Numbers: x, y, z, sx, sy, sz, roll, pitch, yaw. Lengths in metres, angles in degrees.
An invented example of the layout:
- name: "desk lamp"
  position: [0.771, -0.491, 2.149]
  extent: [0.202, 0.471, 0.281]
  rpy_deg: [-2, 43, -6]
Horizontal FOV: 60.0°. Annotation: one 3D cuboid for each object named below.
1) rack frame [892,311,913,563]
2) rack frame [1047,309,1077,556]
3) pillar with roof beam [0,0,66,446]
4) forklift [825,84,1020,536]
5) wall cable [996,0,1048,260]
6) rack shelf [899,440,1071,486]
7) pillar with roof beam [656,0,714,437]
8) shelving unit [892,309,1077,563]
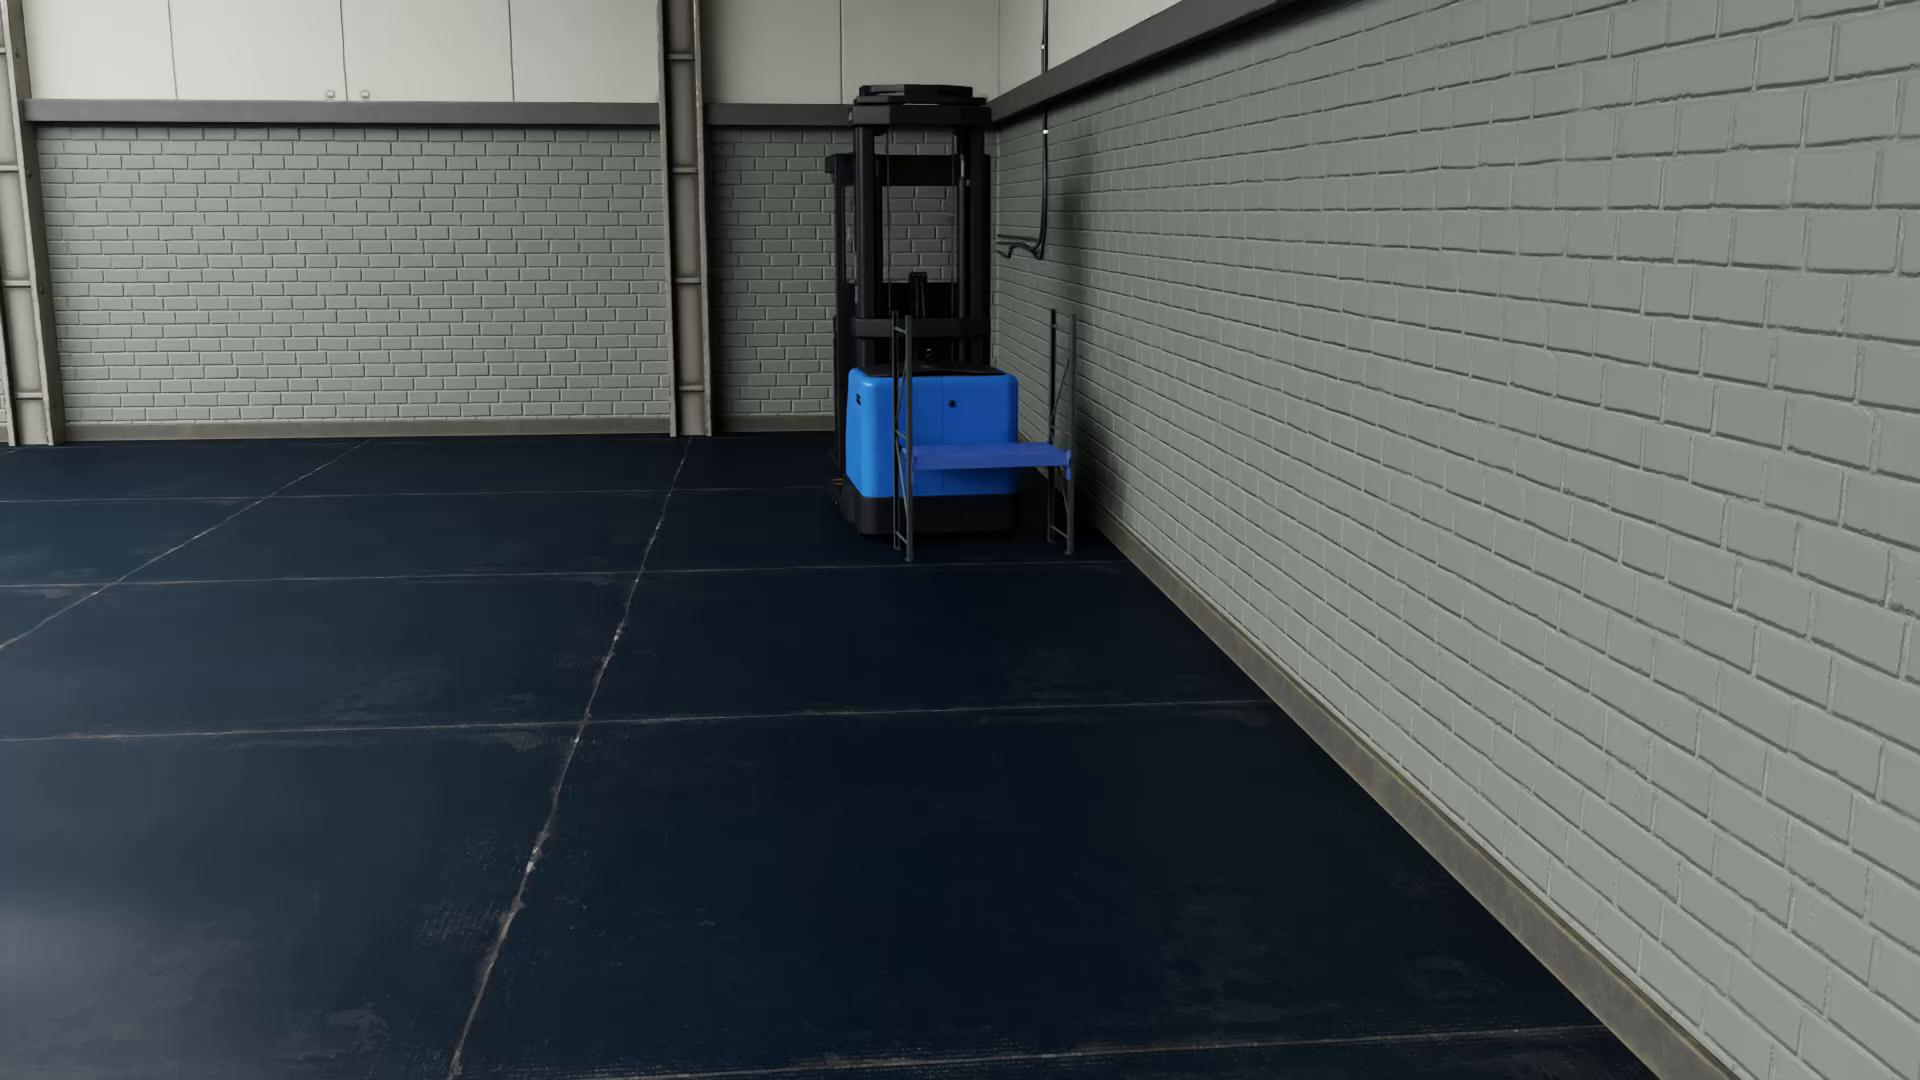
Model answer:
- name: "rack frame"
  position: [-0.354, -0.642, 10.247]
  extent: [0.032, 1.500, 0.500]
  rpy_deg: [-2, 11, -12]
- name: "rack frame"
  position: [0.639, -0.685, 10.462]
  extent: [0.032, 1.500, 0.500]
  rpy_deg: [-2, 11, -12]
- name: "pillar with roof beam"
  position: [-8.088, -4.488, 10.368]
  extent: [0.400, 9.000, 9.100]
  rpy_deg: [-1, 11, -6]
- name: "forklift"
  position: [-0.371, -1.701, 11.923]
  extent: [1.130, 2.935, 3.031]
  rpy_deg: [-2, 11, -10]
- name: "wall cable"
  position: [0.484, -3.723, 14.525]
  extent: [0.112, 2.526, 3.097]
  rpy_deg: [-1, 11, -6]
- name: "rack shelf"
  position: [0.142, -0.487, 10.390]
  extent: [1.000, 0.185, 0.538]
  rpy_deg: [-2, 11, -12]
- name: "pillar with roof beam"
  position: [-2.123, -4.613, 11.004]
  extent: [0.400, 9.000, 9.100]
  rpy_deg: [-1, 11, -6]
- name: "shelving unit"
  position: [0.142, -0.664, 10.355]
  extent: [1.048, 1.500, 0.538]
  rpy_deg: [-2, 11, -12]
